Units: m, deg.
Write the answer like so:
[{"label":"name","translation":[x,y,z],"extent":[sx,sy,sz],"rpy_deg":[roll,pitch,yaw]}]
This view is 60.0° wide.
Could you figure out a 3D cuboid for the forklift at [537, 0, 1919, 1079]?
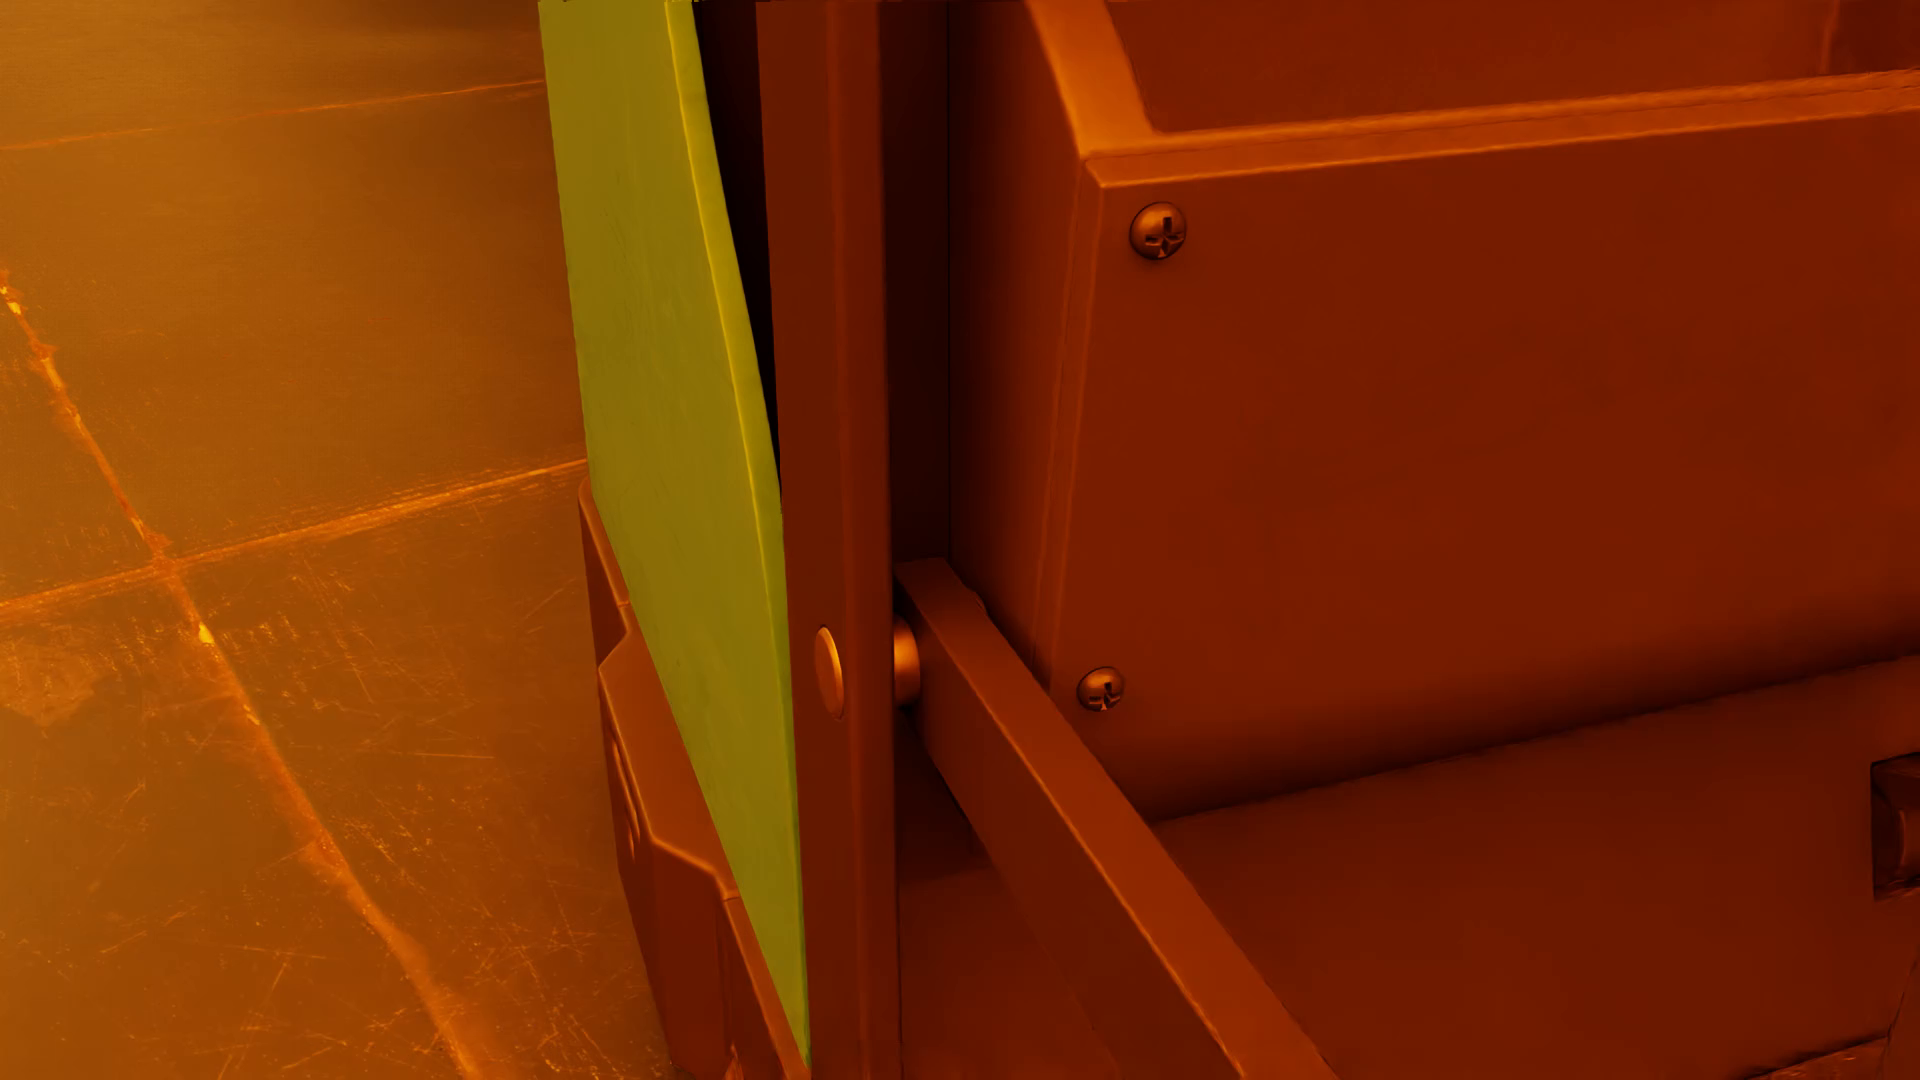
[{"label":"forklift","translation":[0.532,-0.565,0.358],"extent":[1.130,2.935,3.031],"rpy_deg":[-9,28,-18]}]
